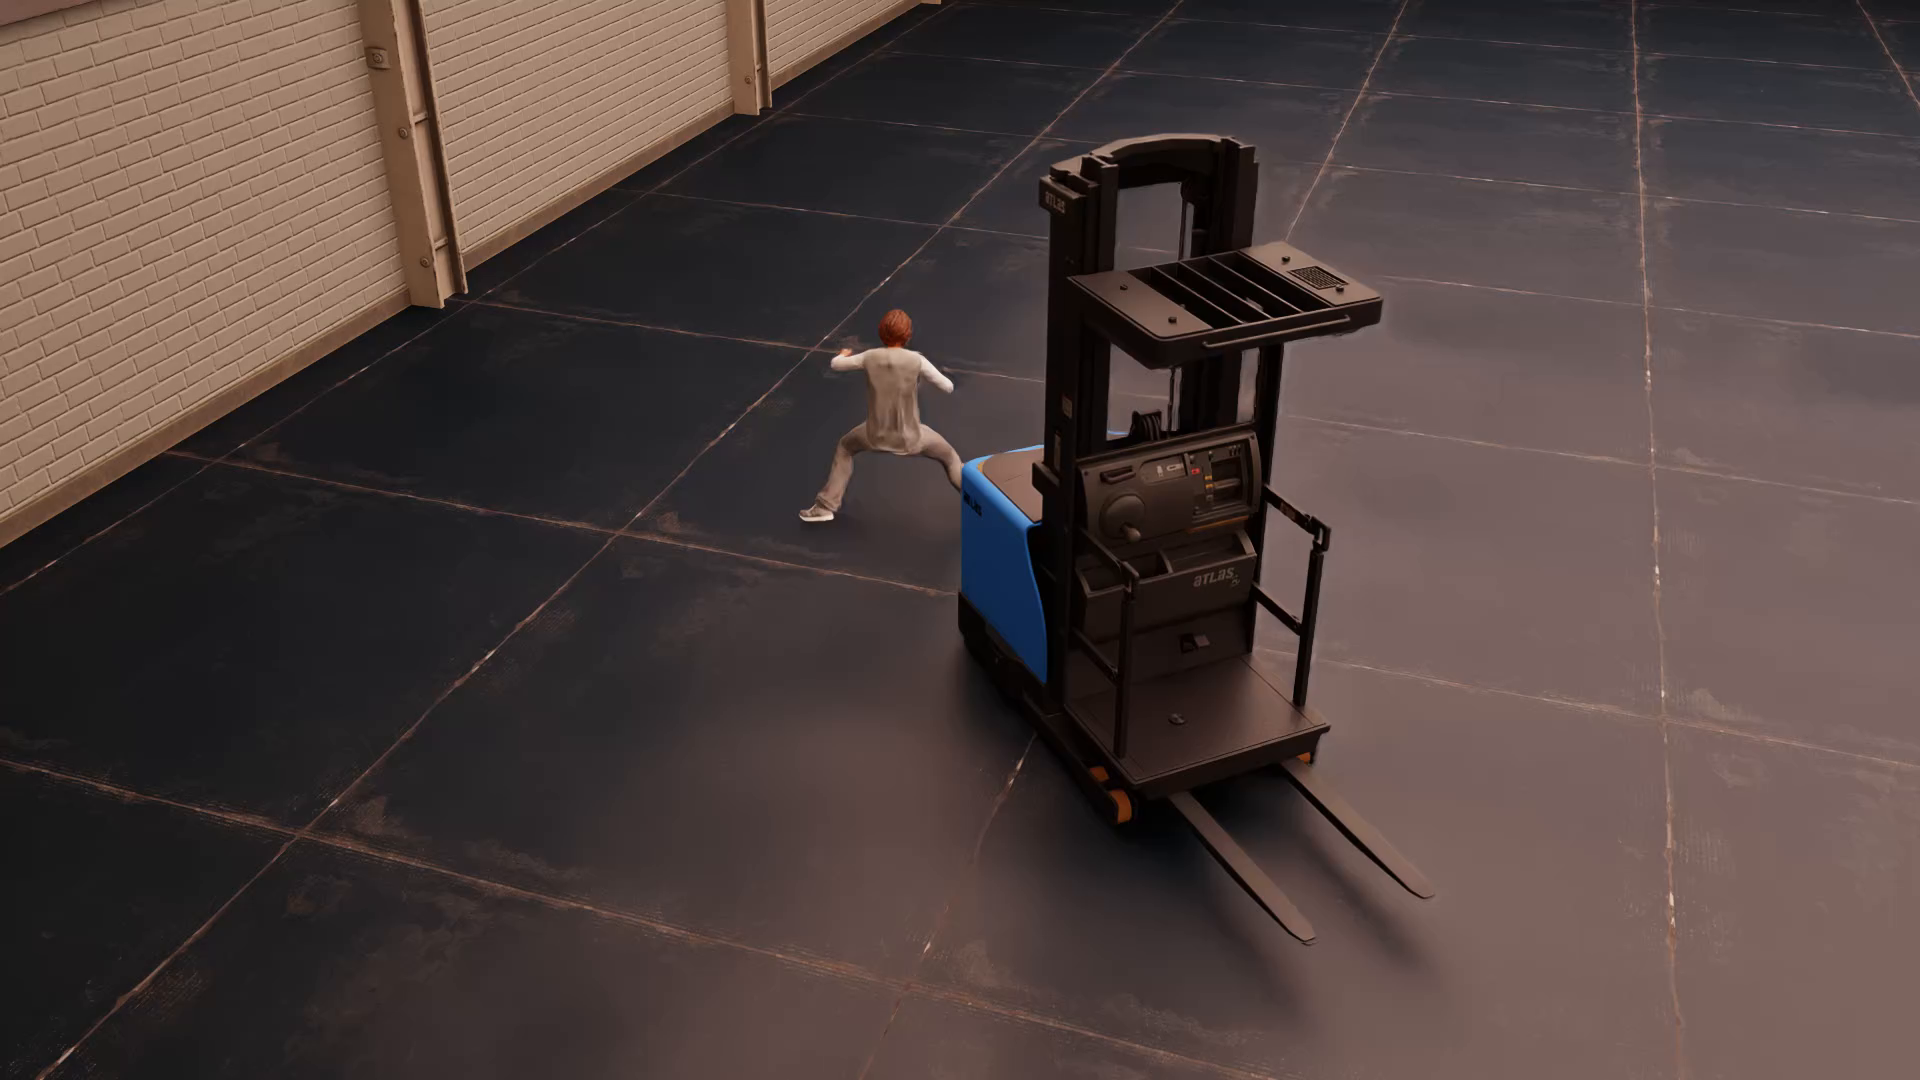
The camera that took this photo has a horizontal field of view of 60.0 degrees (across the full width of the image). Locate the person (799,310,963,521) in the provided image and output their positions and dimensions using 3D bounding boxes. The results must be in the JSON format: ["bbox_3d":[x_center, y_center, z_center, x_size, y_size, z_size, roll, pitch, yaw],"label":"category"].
[{"bbox_3d":[-0.397,-0.743,10.011,1.141,1.374,0.630,6,30,10],"label":"person"}]

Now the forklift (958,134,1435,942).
[{"bbox_3d":[1.068,-0.193,7.475,1.130,2.935,3.031,-13,32,-21],"label":"forklift"}]
